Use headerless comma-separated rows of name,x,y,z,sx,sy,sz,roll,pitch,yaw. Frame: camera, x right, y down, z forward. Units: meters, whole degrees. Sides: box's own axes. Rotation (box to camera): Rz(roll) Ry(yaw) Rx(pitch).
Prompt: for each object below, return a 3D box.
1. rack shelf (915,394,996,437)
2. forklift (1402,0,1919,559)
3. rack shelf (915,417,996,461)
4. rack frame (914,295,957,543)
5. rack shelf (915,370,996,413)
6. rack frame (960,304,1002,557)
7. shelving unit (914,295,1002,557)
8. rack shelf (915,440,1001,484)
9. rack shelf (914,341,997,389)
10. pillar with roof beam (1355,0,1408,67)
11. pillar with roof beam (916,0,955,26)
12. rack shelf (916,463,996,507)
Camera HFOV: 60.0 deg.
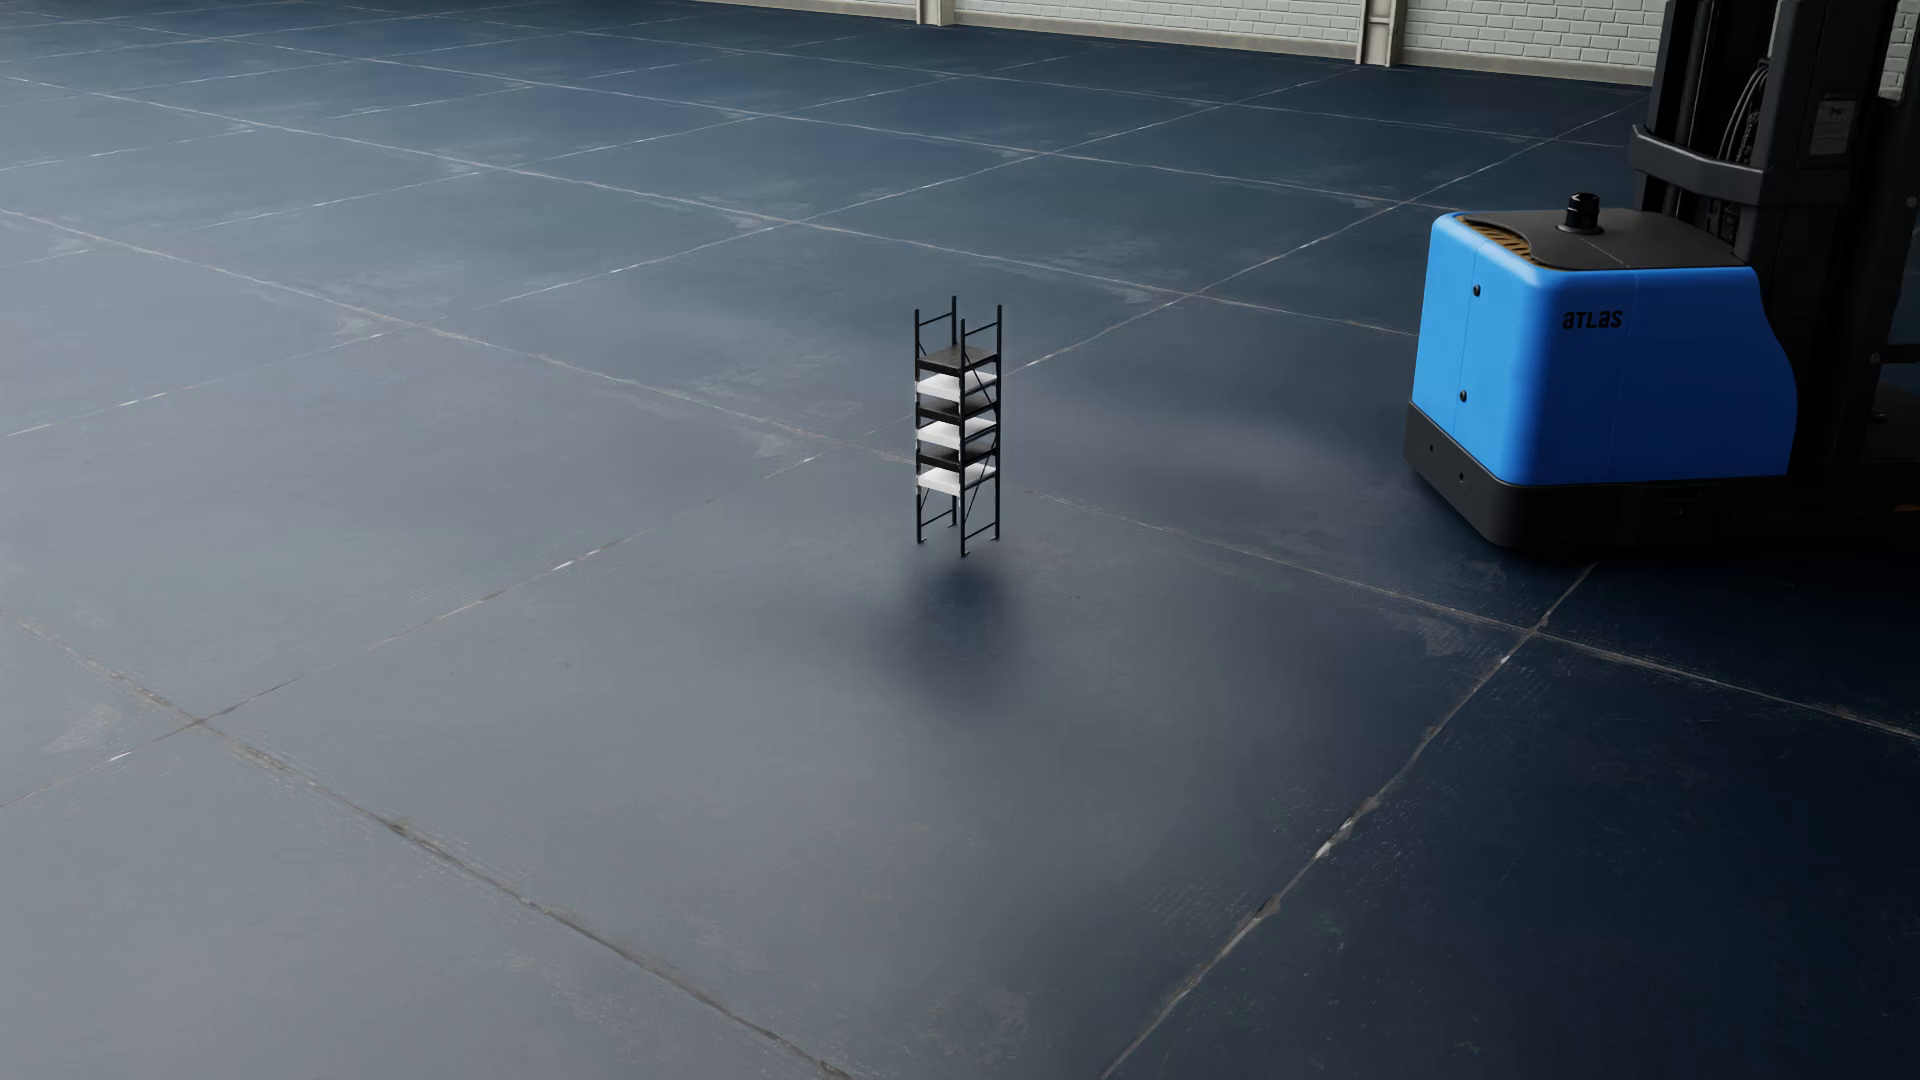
rack shelf,-0.006,-0.466,6.050,0.200,0.077,0.258,17,29,33
forklift,3.377,-1.517,6.058,3.031,2.935,1.130,-3,24,-6
rack shelf,-0.006,-0.383,6.086,0.200,0.077,0.258,17,29,33
rack frame,-0.088,-0.438,6.129,0.006,0.900,0.240,17,29,33
rack shelf,-0.006,-0.548,6.014,0.200,0.077,0.258,17,29,33
rack frame,0.075,-0.389,6.017,0.006,0.900,0.240,17,29,33
shelving unit,-0.006,-0.414,6.073,0.210,0.900,0.258,17,29,33
rack shelf,-0.006,-0.301,6.123,0.200,0.077,0.258,17,29,33
rack shelf,-0.006,-0.630,5.978,0.200,0.077,0.258,17,29,33
pillar with roof beam,1.913,-7.849,12.903,0.400,9.000,9.100,17,29,33
pillar with roof beam,-2.888,-9.300,16.196,0.400,9.000,9.100,17,29,33
rack shelf,-0.006,-0.219,6.159,0.200,0.077,0.258,17,29,33
